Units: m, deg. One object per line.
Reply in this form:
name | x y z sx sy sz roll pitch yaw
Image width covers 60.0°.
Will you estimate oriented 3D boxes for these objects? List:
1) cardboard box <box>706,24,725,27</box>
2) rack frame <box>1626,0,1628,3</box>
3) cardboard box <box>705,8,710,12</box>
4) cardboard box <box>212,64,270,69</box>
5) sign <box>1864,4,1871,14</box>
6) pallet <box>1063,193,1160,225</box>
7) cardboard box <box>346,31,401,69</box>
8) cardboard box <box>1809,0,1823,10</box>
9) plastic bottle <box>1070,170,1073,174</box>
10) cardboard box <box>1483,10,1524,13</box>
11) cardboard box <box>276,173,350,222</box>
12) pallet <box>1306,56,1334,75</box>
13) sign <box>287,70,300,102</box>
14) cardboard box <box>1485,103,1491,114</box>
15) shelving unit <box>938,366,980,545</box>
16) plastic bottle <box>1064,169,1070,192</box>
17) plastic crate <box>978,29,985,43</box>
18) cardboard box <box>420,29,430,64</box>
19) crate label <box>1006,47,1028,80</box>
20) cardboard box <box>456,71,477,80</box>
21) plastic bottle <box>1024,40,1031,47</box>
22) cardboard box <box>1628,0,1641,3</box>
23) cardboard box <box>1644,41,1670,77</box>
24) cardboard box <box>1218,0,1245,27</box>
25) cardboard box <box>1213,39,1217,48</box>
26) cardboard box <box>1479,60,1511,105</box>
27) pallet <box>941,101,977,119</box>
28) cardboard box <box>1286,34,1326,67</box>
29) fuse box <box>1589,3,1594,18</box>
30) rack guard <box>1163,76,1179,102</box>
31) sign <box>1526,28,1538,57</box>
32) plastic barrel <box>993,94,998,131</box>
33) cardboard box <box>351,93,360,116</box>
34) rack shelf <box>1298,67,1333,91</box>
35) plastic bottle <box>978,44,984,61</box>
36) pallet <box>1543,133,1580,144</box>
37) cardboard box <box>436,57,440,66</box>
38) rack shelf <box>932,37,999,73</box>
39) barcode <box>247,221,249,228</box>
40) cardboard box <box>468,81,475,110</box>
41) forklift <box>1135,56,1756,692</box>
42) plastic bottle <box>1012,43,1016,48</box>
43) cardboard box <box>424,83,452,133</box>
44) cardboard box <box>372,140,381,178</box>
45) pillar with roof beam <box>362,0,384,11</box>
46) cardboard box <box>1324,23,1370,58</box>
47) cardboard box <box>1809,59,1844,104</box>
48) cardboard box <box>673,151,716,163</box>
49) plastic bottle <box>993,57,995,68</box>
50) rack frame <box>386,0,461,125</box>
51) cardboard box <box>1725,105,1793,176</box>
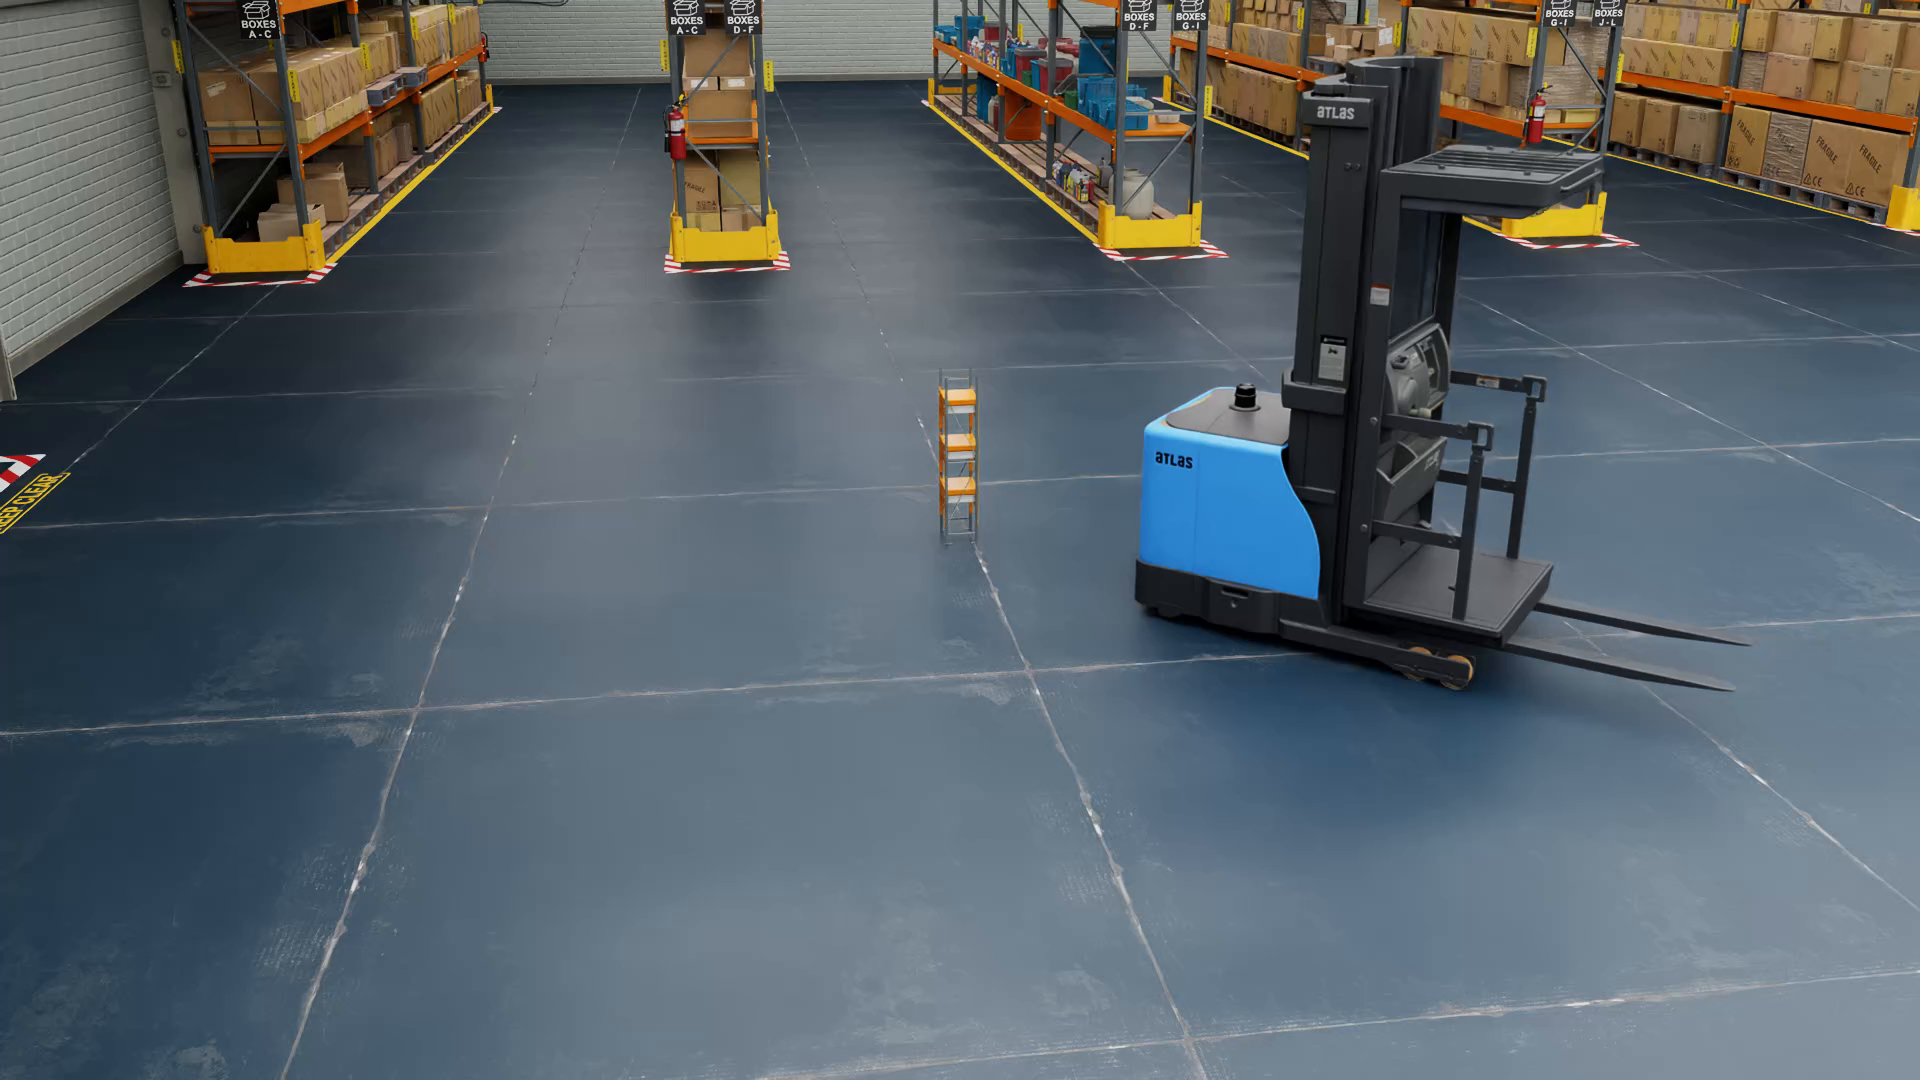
cardboard box | -2.778 -5.604 18.936 0.700 0.500 0.500 -3 21 -9
rack frame | 14.669 -11.125 35.715 1.000 3.000 0.127 -3 21 -8
cardboard box | -4.693 -9.419 29.576 0.500 0.500 0.500 -3 21 -7
cardboard box | -7.877 -4.953 18.306 0.500 0.500 0.500 -3 21 -7
sign | 15.273 -8.868 28.018 0.100 0.325 0.005 -3 21 -8
pallet | 1.926 -4.256 21.310 1.003 0.211 1.213 -3 21 -8
cardboard box | -8.611 -7.196 24.425 0.700 0.500 0.500 -5 21 -14
cardboard box | 15.342 -9.386 29.486 0.500 0.500 0.500 -3 21 -8
plastic bottle | 1.482 -4.734 21.874 0.097 0.271 0.097 0 20 0
cardboard box | 7.074 -6.637 21.701 0.500 0.500 0.500 -3 21 -8
cardboard box | -7.685 -4.069 19.767 0.700 0.500 0.500 -4 21 -11
pallet | 6.224 -7.524 26.348 1.213 0.211 1.003 -3 21 -8
sign | -6.999 -4.769 17.460 0.100 0.325 0.005 -3 21 -8
cardboard box | 6.785 -5.402 20.753 0.380 0.149 0.250 -3 21 -8
shelving unit | -0.008 -0.510 10.082 0.215 1.050 0.252 -3 21 -8
plastic bottle | 1.407 -4.729 21.844 0.061 0.283 0.133 -2 21 -5
plastic crate | 0.500 -9.501 31.450 0.437 0.282 0.530 -3 21 -8
cardboard box | -8.572 -7.664 25.852 0.500 0.500 0.500 -2 21 -6
crate label | 0.990 -7.264 25.328 0.502 0.435 0.616 -3 21 -8
cardboard box | -9.406 -8.844 31.654 0.380 0.149 0.250 -2 21 -6
plastic bottle | 1.153 -8.284 28.179 0.144 0.351 0.185 -3 21 -8
cardboard box | 14.456 -11.460 35.039 0.500 0.500 0.500 -3 21 -9
cardboard box | 10.954 -7.425 25.666 0.500 0.500 0.500 -3 21 -8
cardboard box | 5.108 -9.806 30.902 0.500 0.500 0.500 -2 21 -6
cardboard box | 4.997 -9.389 31.428 0.380 0.149 0.250 -3 21 -9
cardboard box | 6.926 -5.630 20.436 0.875 0.500 0.500 -3 21 -8
pallet | 0.214 -8.360 32.298 1.003 0.211 1.213 -3 21 -8
cardboard box | 5.699 -8.060 27.367 0.500 0.500 0.500 -2 21 -6
fuse box | 15.933 -12.528 41.313 0.539 1.711 0.414 -3 21 -8
rack guard | 4.859 -9.462 34.836 1.175 0.500 0.348 -3 21 -8
sign | 6.617 -5.755 19.230 0.100 0.325 0.005 -3 21 -8
plastic barrel | 0.864 -7.232 28.138 0.600 0.588 0.708 -3 21 -8
cardboard box | -7.681 -5.338 20.408 0.500 0.250 0.500 -3 21 -8
rack shelf | 6.304 -6.826 25.232 1.077 0.370 4.000 -3 21 -8
plastic bottle | 0.394 -8.352 28.468 0.152 0.276 0.135 -3 21 -8
pallet | 10.827 -7.035 28.749 1.003 0.211 1.213 -3 21 -8
cardboard box | -8.819 -7.925 27.478 0.380 0.149 0.250 -3 21 -8
rack shelf | 0.250 -9.346 31.980 1.077 0.370 4.000 -3 21 -8
barcode | -7.945 -3.517 18.546 0.001 0.075 0.075 -3 21 -8
cardboard box | -9.497 -8.317 31.168 0.700 0.500 0.500 -4 21 -10
forklift | 2.482 -0.845 8.288 3.031 2.935 1.130 12 24 30
plastic bottle | 0.939 -8.449 28.736 0.097 0.271 0.097 0 20 0
cardboard box | -8.912 -7.154 27.556 0.750 0.750 0.750 -2 21 -6
cardboard box | -8.359 -5.186 22.759 0.700 0.500 0.500 -3 21 -9
pillar with roof beam | -5.963 -11.717 28.726 9.100 9.000 0.400 -3 21 -8
cardboard box | 6.133 -7.914 26.374 0.500 0.500 0.500 -6 21 -14
cardboard box | 11.819 -6.068 21.961 0.875 0.550 0.500 -3 21 -8
cardboard box | -3.165 -4.363 19.869 0.500 0.500 0.500 -3 21 -8
plastic bottle | 0.588 -7.785 27.057 0.097 0.201 0.097 0 20 0
rack frame | -9.266 -8.491 28.662 1.000 3.000 0.127 -3 21 -8
cardboard box | 11.536 -5.666 23.534 0.875 0.875 0.875 -3 21 -7
